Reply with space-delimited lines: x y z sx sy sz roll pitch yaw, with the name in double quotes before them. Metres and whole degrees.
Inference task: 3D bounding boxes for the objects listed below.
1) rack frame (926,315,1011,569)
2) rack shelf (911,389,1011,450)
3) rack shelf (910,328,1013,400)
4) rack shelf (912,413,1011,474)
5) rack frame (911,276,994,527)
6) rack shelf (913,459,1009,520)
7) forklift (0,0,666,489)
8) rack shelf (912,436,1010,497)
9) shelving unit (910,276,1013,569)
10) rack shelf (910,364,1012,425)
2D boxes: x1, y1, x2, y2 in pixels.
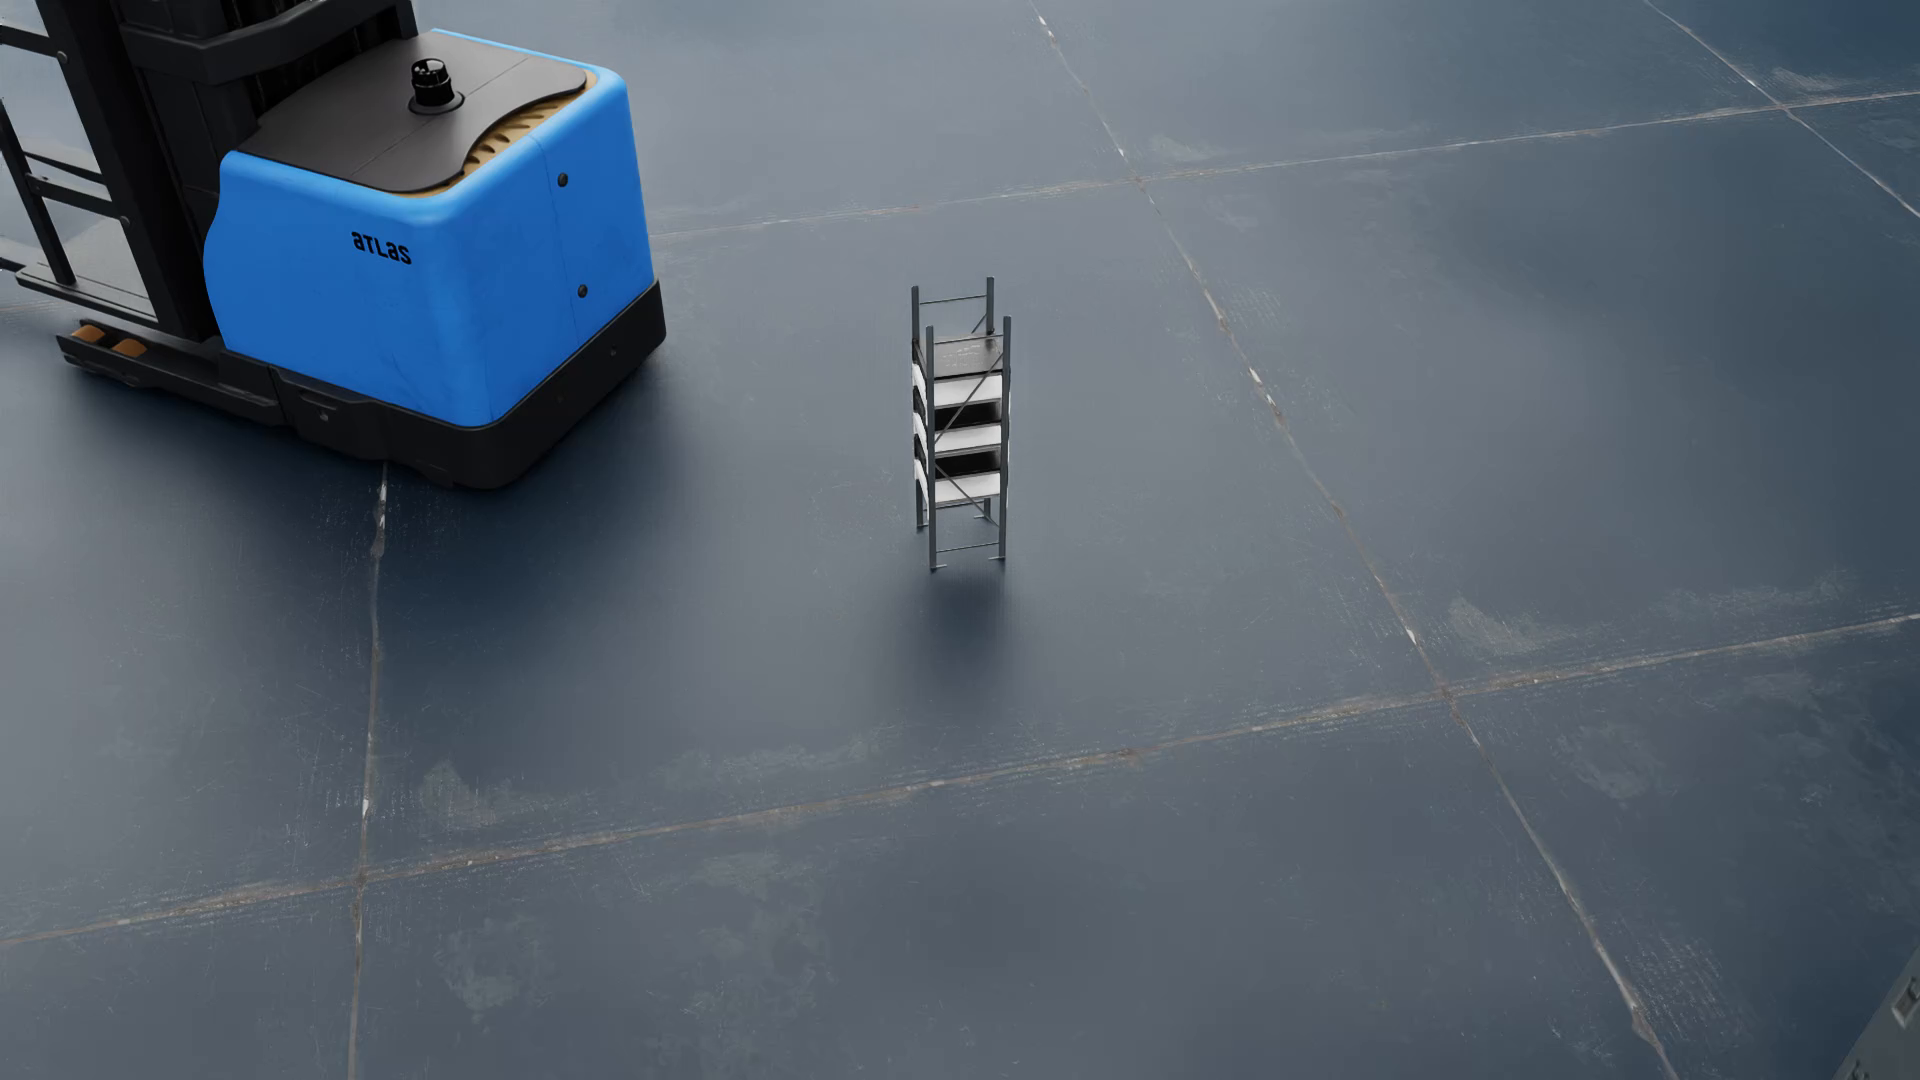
"rack frame" 0.024 -0.265 4.871 0.240 0.900 0.006 -8 42 -9
"rack shelf" 0.002 -0.374 4.908 0.258 0.077 0.200 -8 42 -9
"rack shelf" 0.002 -0.508 4.788 0.258 0.077 0.200 -8 42 -9
"rack shelf" 0.002 -0.306 4.967 0.258 0.077 0.200 -8 42 -9
"rack frame" -0.020 -0.397 5.020 0.240 0.900 0.006 -8 42 -9
"rack shelf" 0.002 -0.172 5.087 0.258 0.077 0.200 -8 42 -9
"forklift" -2.610 -1.931 5.217 3.031 2.935 1.130 18 45 19
"rack shelf" 0.002 -0.239 5.027 0.258 0.077 0.200 -8 42 -9
"shelving unit" 0.002 -0.331 4.945 0.258 0.900 0.210 -8 42 -9
"rack shelf" 0.002 -0.441 4.848 0.258 0.077 0.200 -8 42 -9
